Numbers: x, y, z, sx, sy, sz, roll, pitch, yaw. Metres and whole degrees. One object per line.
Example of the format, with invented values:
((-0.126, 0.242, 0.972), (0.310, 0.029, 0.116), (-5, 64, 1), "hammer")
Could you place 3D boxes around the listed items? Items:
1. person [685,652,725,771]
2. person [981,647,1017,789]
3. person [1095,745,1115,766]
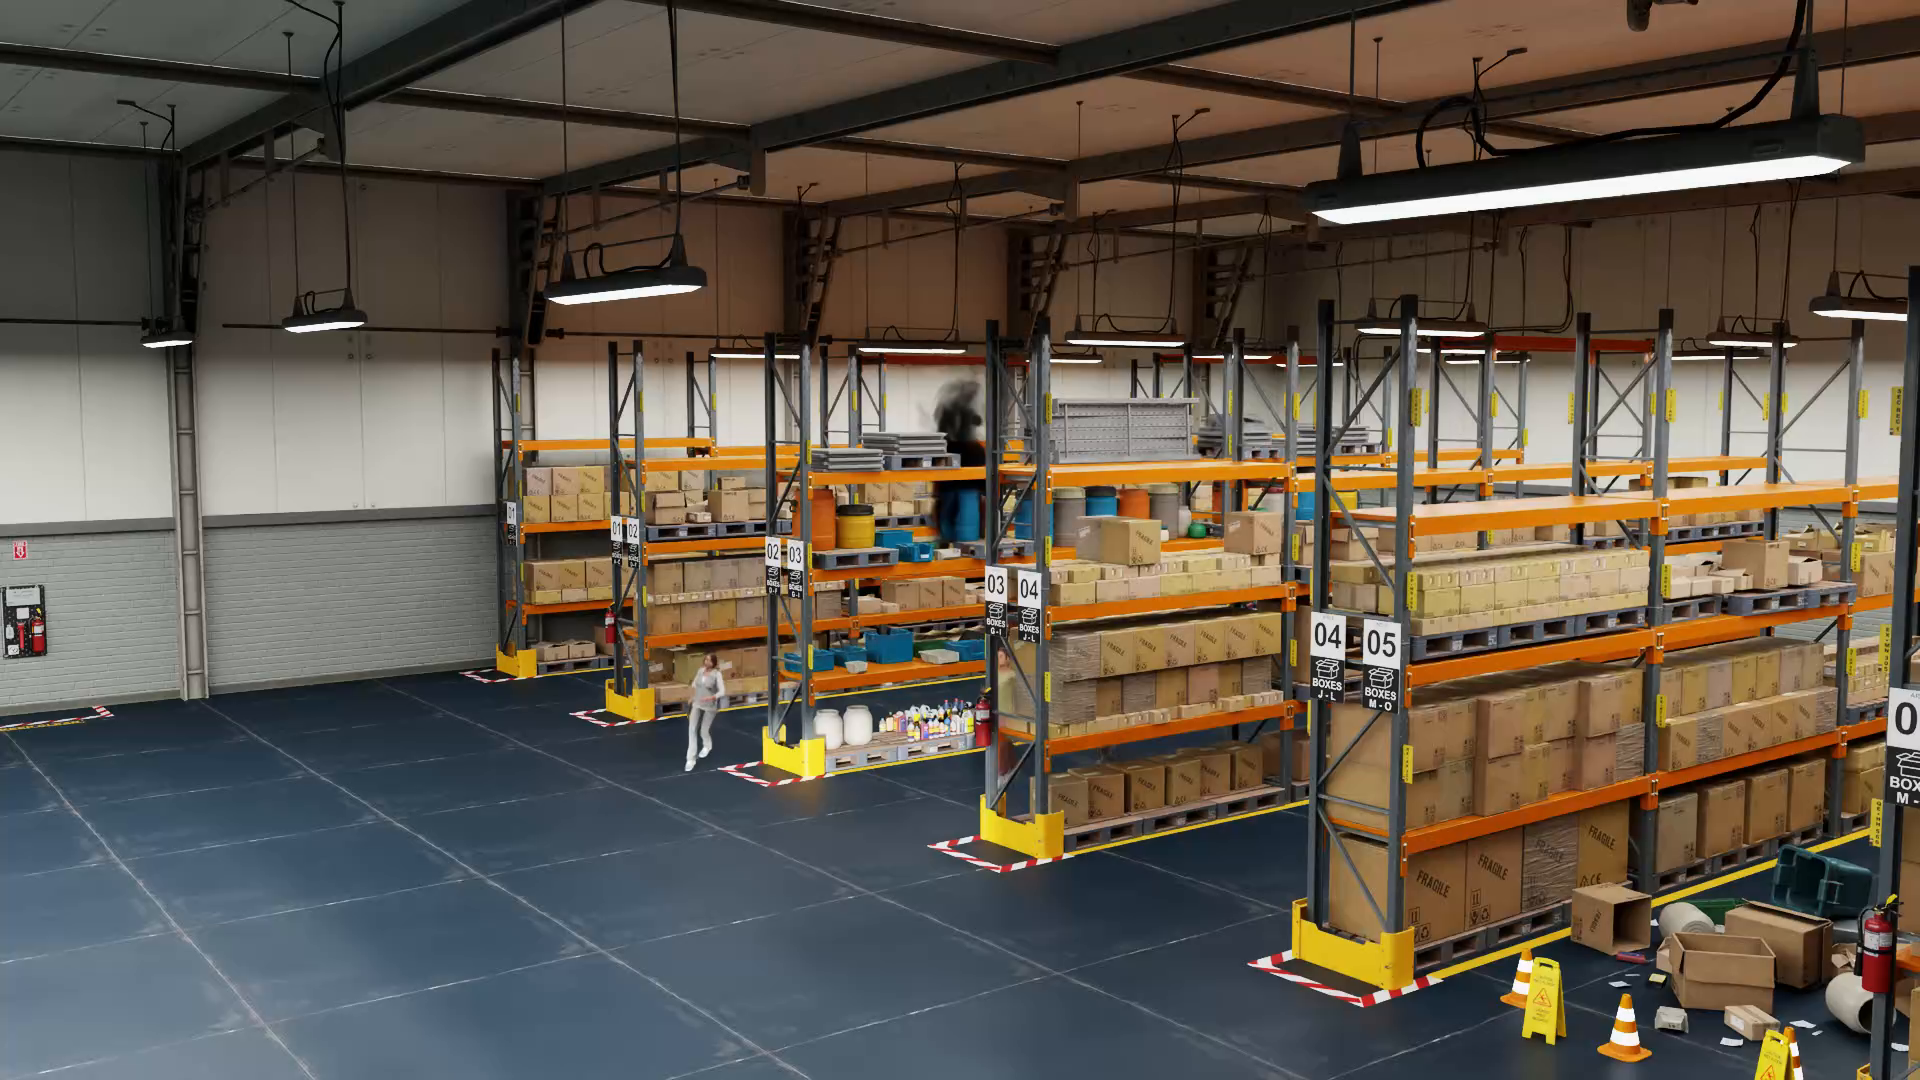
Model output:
((-3.543, 2.344, 23.004), (0.520, 1.581, 0.794), (1, 5, 13), "person")
((0.529, 2.226, 20.892), (0.558, 1.758, 0.652), (4, 7, 42), "person")
((1.804, 2.124, 21.637), (0.651, 1.834, 0.642), (-4, 7, -39), "person")
